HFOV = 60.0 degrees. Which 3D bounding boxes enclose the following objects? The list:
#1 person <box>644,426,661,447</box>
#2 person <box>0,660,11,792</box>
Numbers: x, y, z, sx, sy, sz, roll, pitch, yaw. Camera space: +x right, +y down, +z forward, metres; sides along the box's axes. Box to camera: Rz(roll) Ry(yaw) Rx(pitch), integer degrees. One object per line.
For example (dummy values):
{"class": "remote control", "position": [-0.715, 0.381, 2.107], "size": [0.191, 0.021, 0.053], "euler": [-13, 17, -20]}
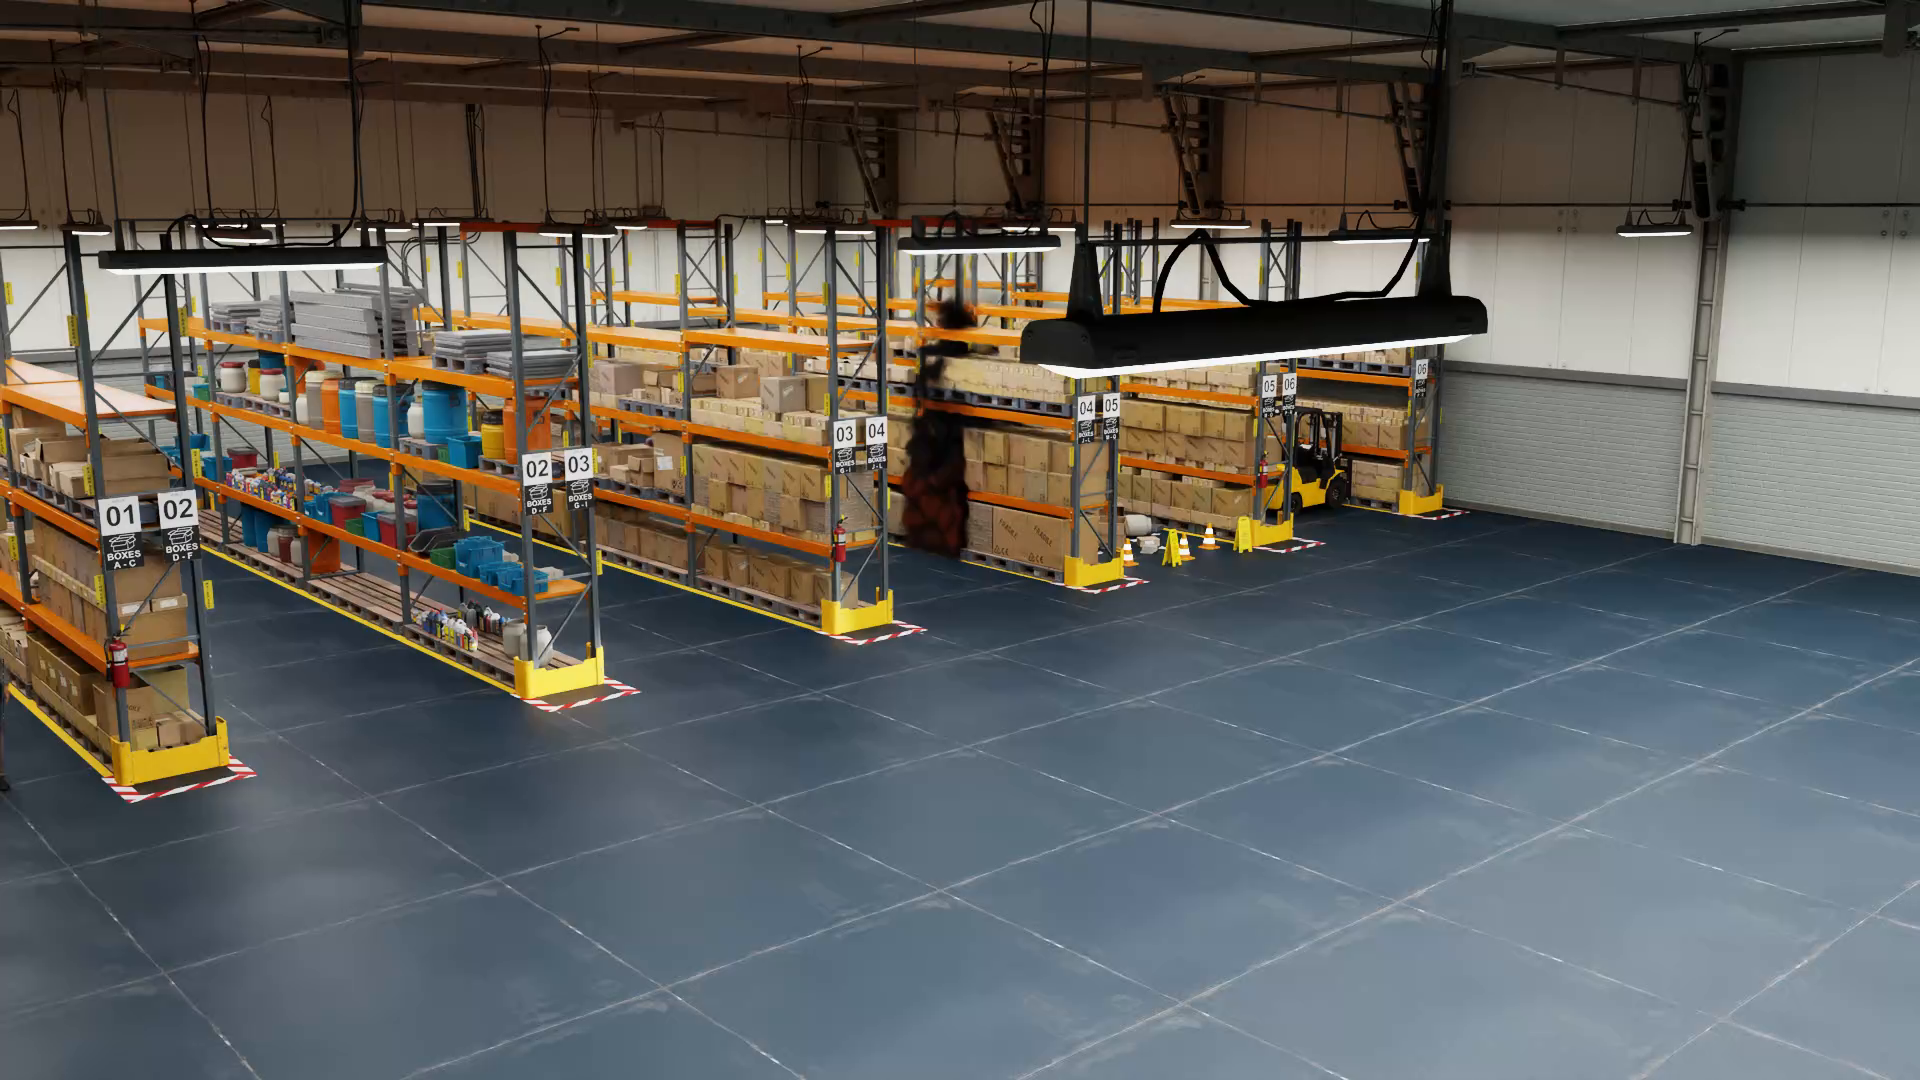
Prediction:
{"class": "person", "position": [-6.360, -1.577, 35.236], "size": [0.724, 1.756, 1.052], "euler": [-9, 14, -37]}
{"class": "person", "position": [-10.779, 1.863, 18.298], "size": [0.822, 1.744, 0.678], "euler": [10, 15, 40]}
